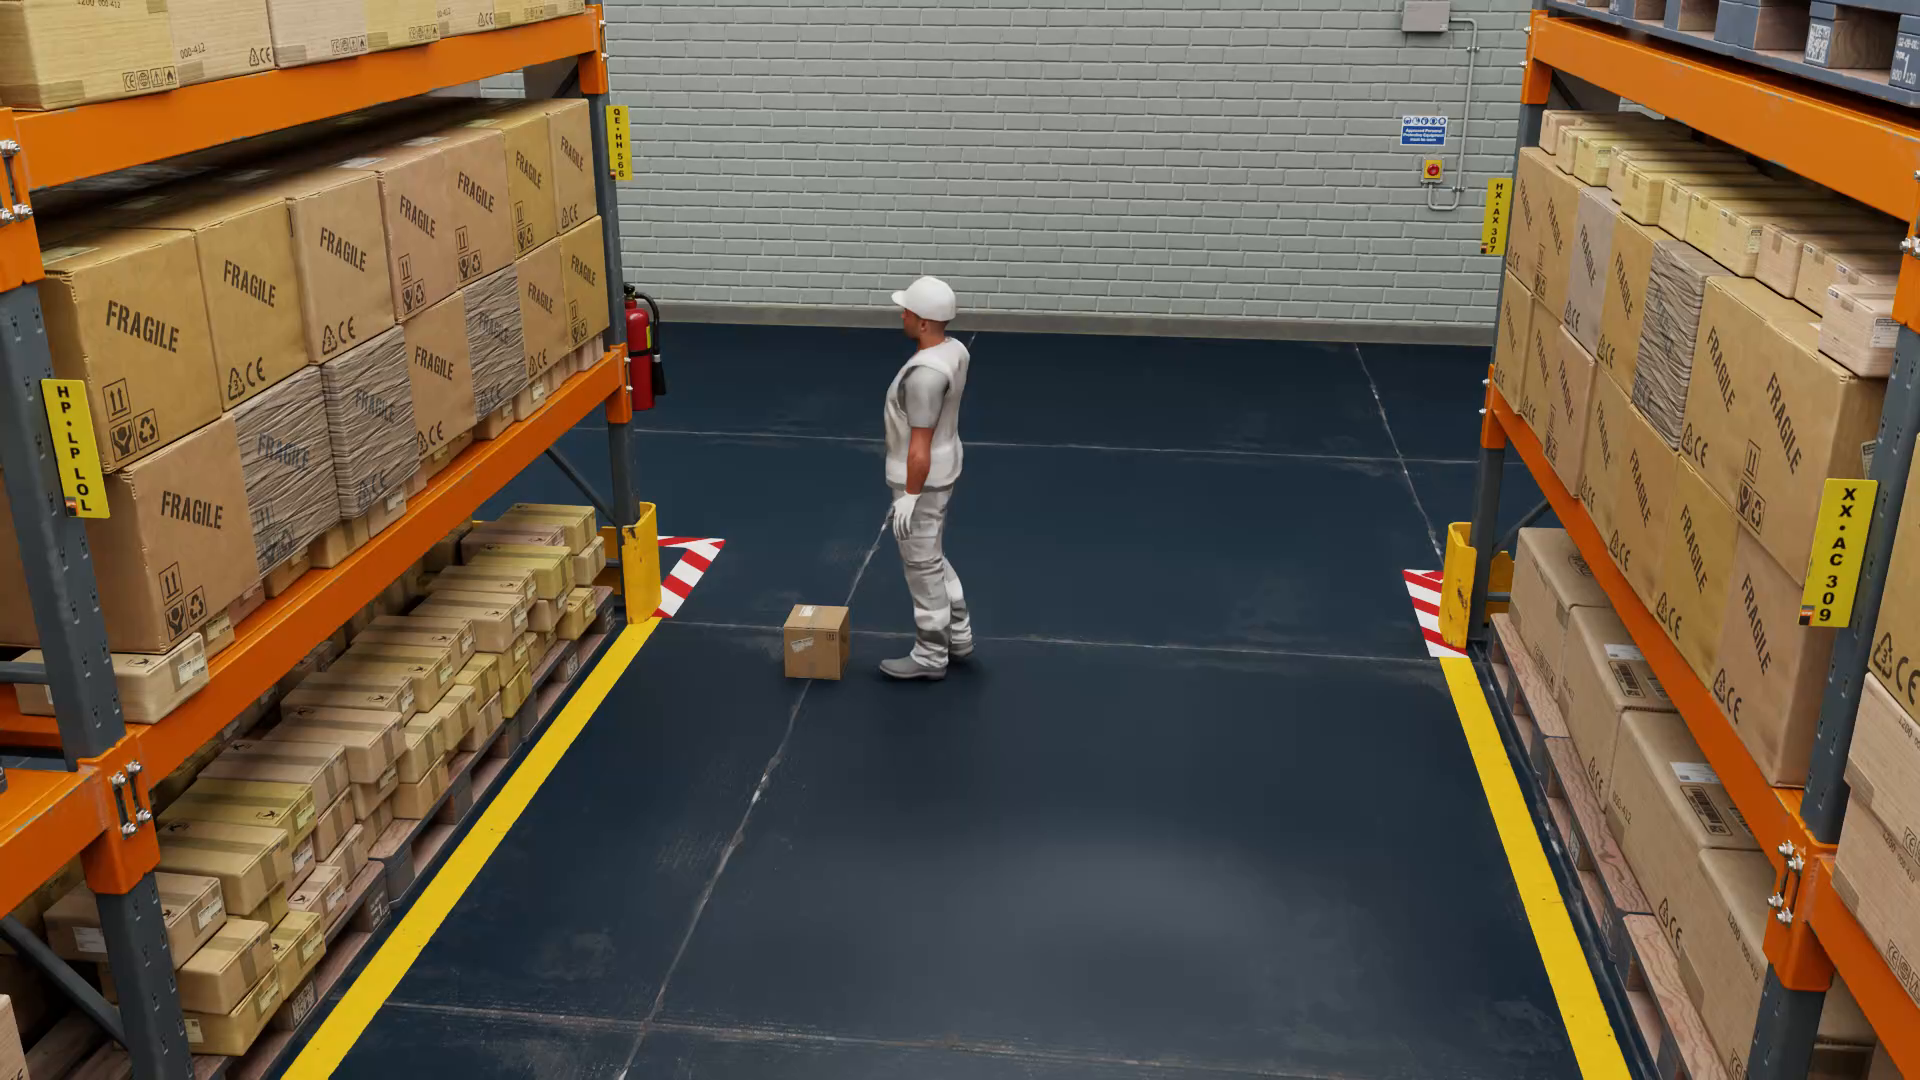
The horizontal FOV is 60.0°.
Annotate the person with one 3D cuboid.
[{"bbox_3d":[-0.158,-0.242,7.148,0.381,1.804,0.576,4,21,11],"label":"person"}]
